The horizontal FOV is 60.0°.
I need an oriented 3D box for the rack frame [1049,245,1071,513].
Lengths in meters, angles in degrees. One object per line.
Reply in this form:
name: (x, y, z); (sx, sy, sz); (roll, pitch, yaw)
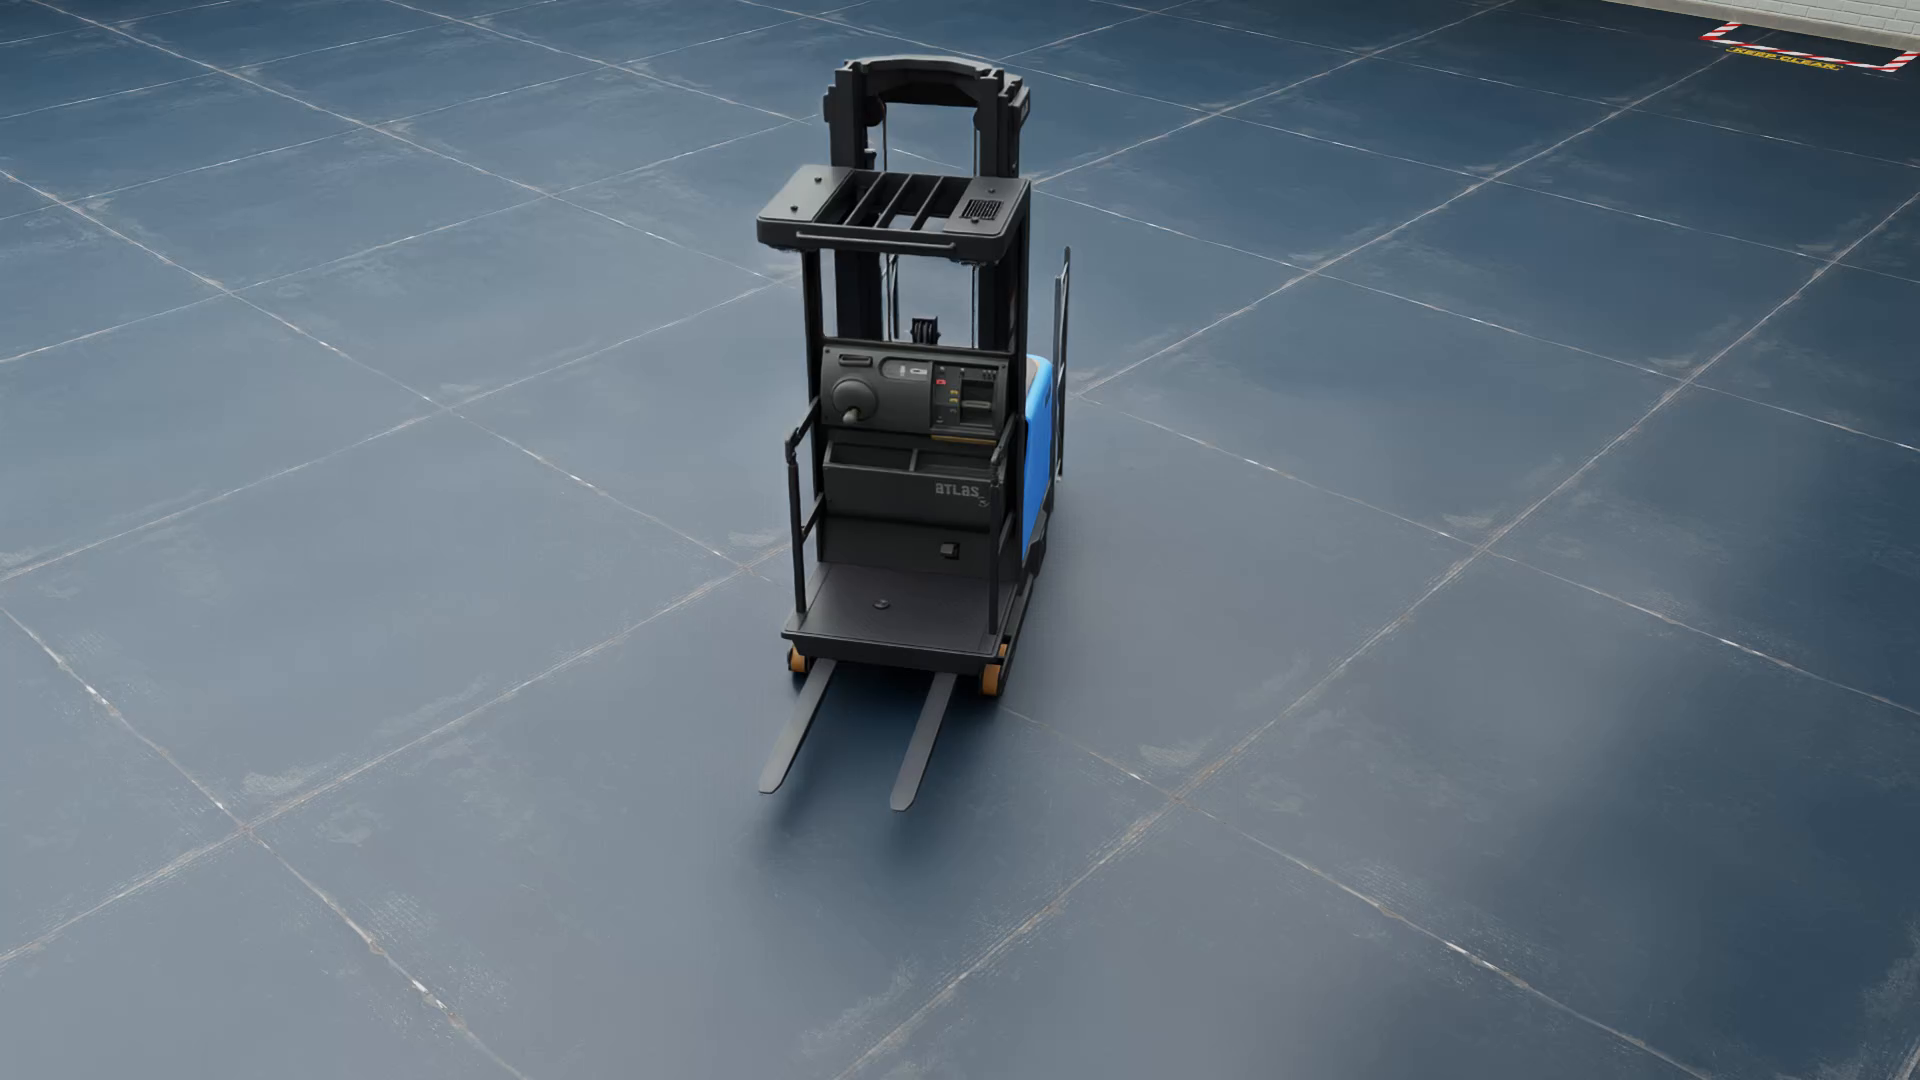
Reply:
rack frame: (0.584, -0.933, 9.790); (0.032, 1.500, 0.500); (5, 31, 8)

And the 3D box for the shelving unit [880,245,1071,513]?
shelving unit: (0.083, -0.977, 9.862); (1.048, 1.500, 0.538); (5, 31, 8)

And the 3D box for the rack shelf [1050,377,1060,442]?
rack shelf: (0.083, -0.822, 9.955); (1.000, 0.185, 0.538); (5, 31, 8)

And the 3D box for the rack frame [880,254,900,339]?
rack frame: (-0.418, -1.020, 9.935); (0.032, 1.500, 0.500); (5, 31, 8)

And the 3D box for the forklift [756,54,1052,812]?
forklift: (-0.266, -0.676, 7.975); (1.130, 2.935, 3.031); (6, 32, 10)
